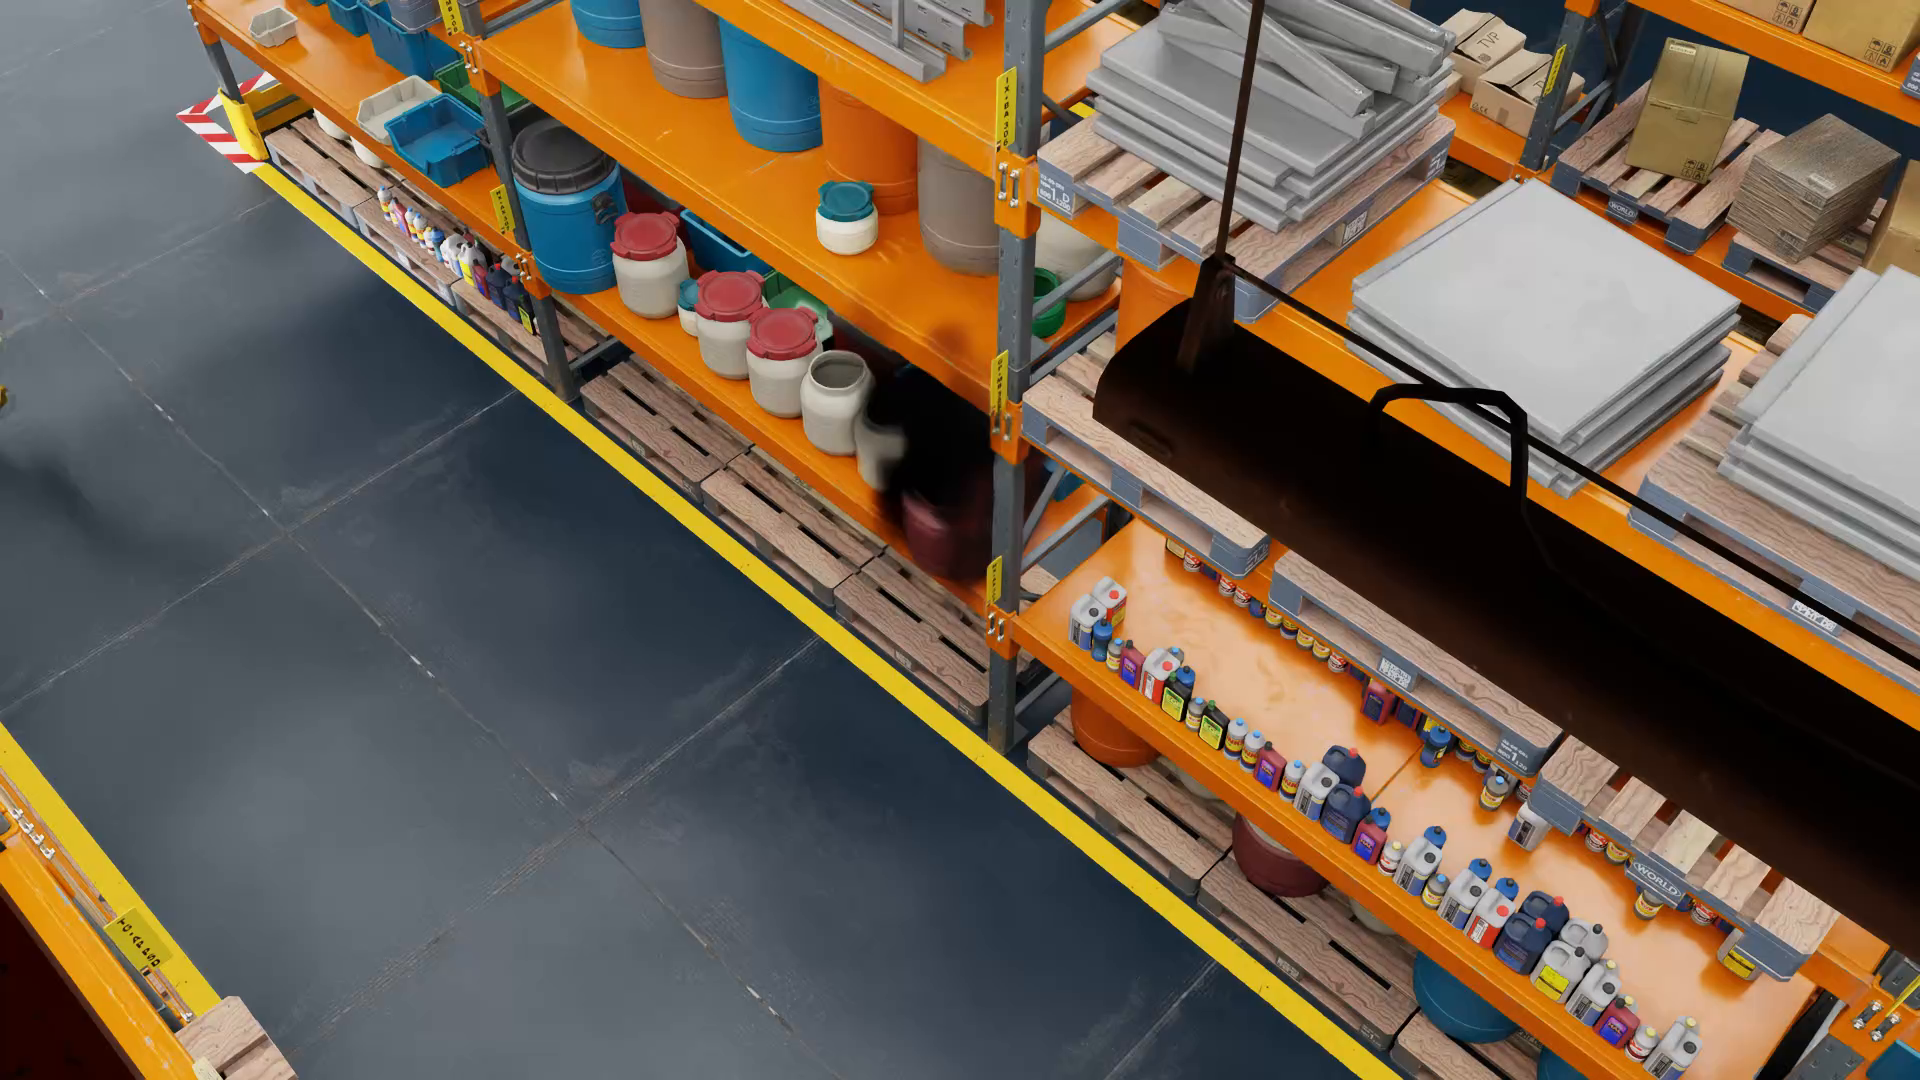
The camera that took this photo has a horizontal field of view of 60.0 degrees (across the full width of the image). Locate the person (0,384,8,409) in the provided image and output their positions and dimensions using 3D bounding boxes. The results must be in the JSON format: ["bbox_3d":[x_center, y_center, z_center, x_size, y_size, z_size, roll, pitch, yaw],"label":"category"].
[{"bbox_3d":[-6.506,-1.299,10.373,0.654,1.731,0.710,20,53,16],"label":"person"}]
